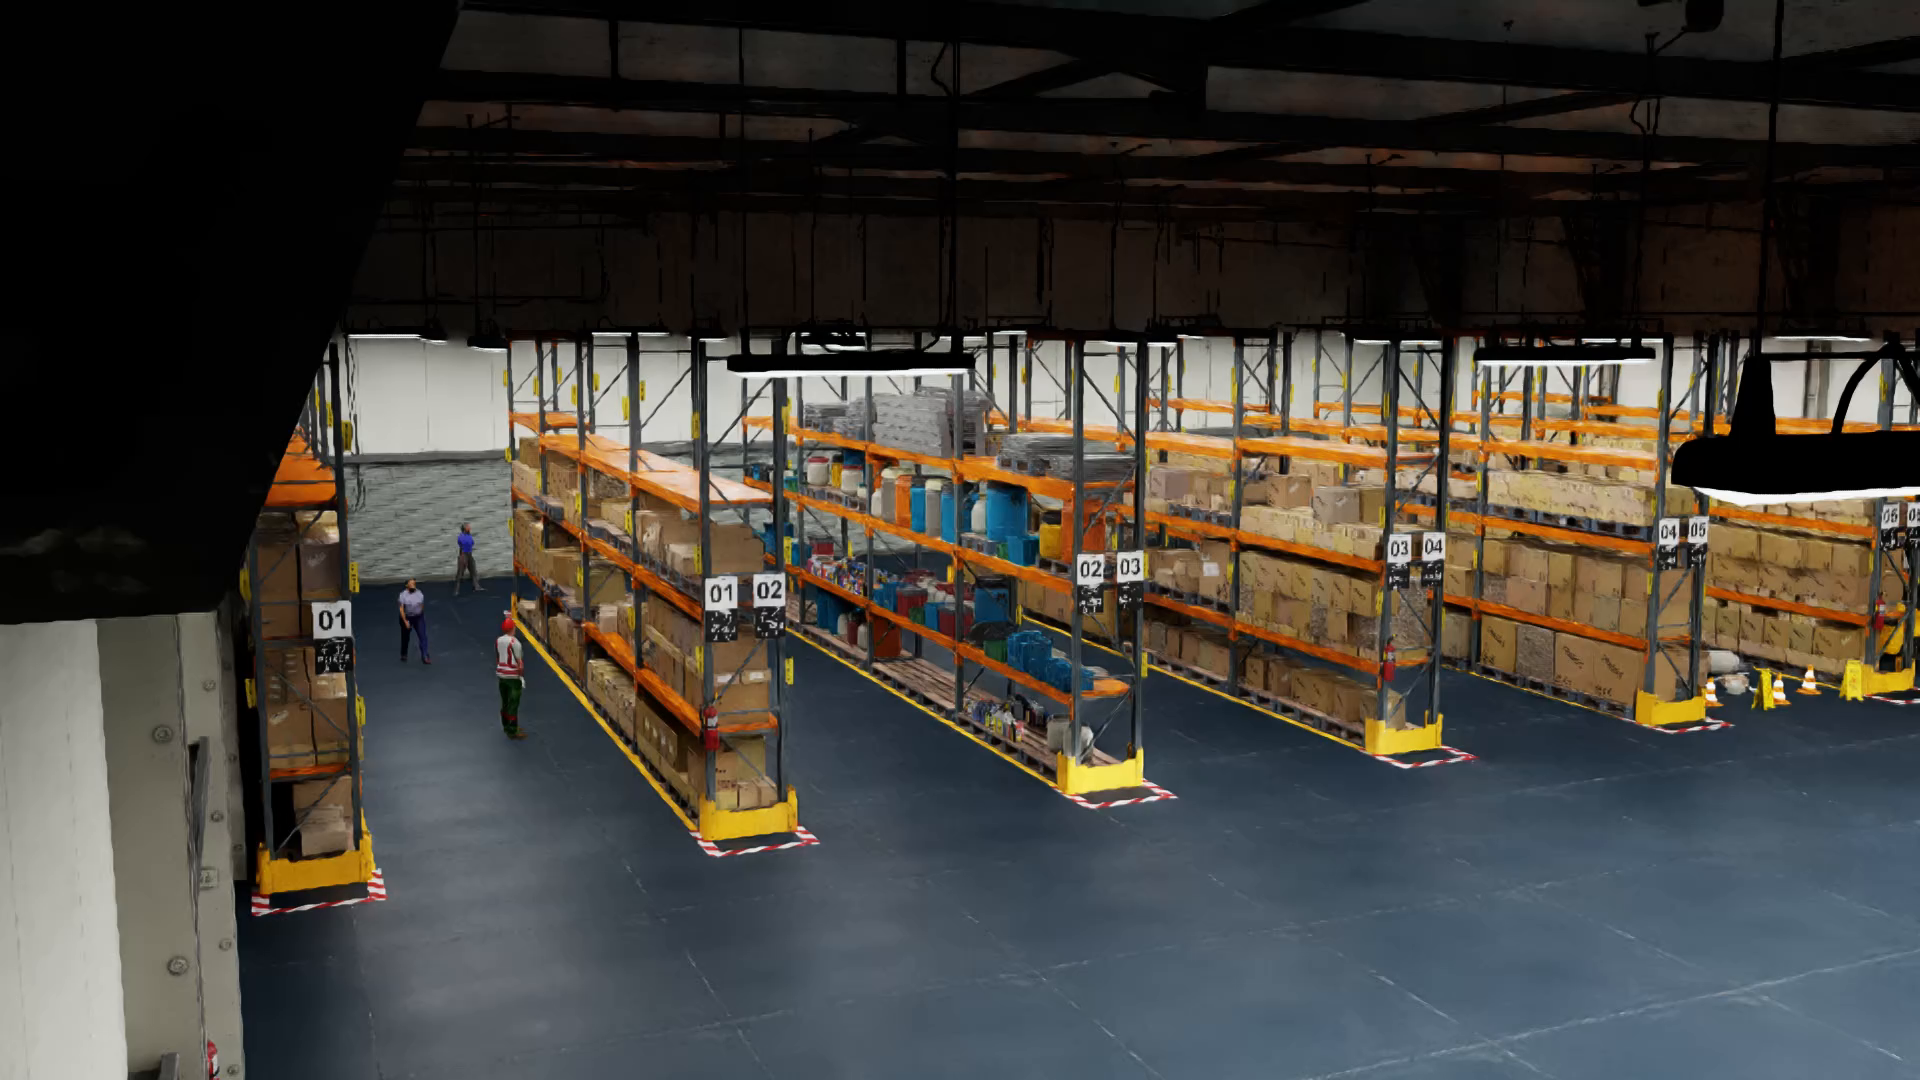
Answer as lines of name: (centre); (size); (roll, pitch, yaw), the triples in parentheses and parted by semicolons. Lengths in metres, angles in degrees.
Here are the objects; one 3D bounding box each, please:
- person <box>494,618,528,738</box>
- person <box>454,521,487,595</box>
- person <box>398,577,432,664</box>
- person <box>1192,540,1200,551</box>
person: (-6.707, 2.043, 24.945); (0.600, 1.789, 0.446); (6, 10, 37)
person: (-11.145, 0.393, 37.613); (0.557, 1.650, 0.700); (2, 8, 16)
person: (-9.934, 1.444, 30.139); (0.478, 1.580, 0.999); (-5, 9, -31)
person: (6.391, -0.593, 44.603); (0.538, 1.715, 1.032); (-2, 8, -14)
